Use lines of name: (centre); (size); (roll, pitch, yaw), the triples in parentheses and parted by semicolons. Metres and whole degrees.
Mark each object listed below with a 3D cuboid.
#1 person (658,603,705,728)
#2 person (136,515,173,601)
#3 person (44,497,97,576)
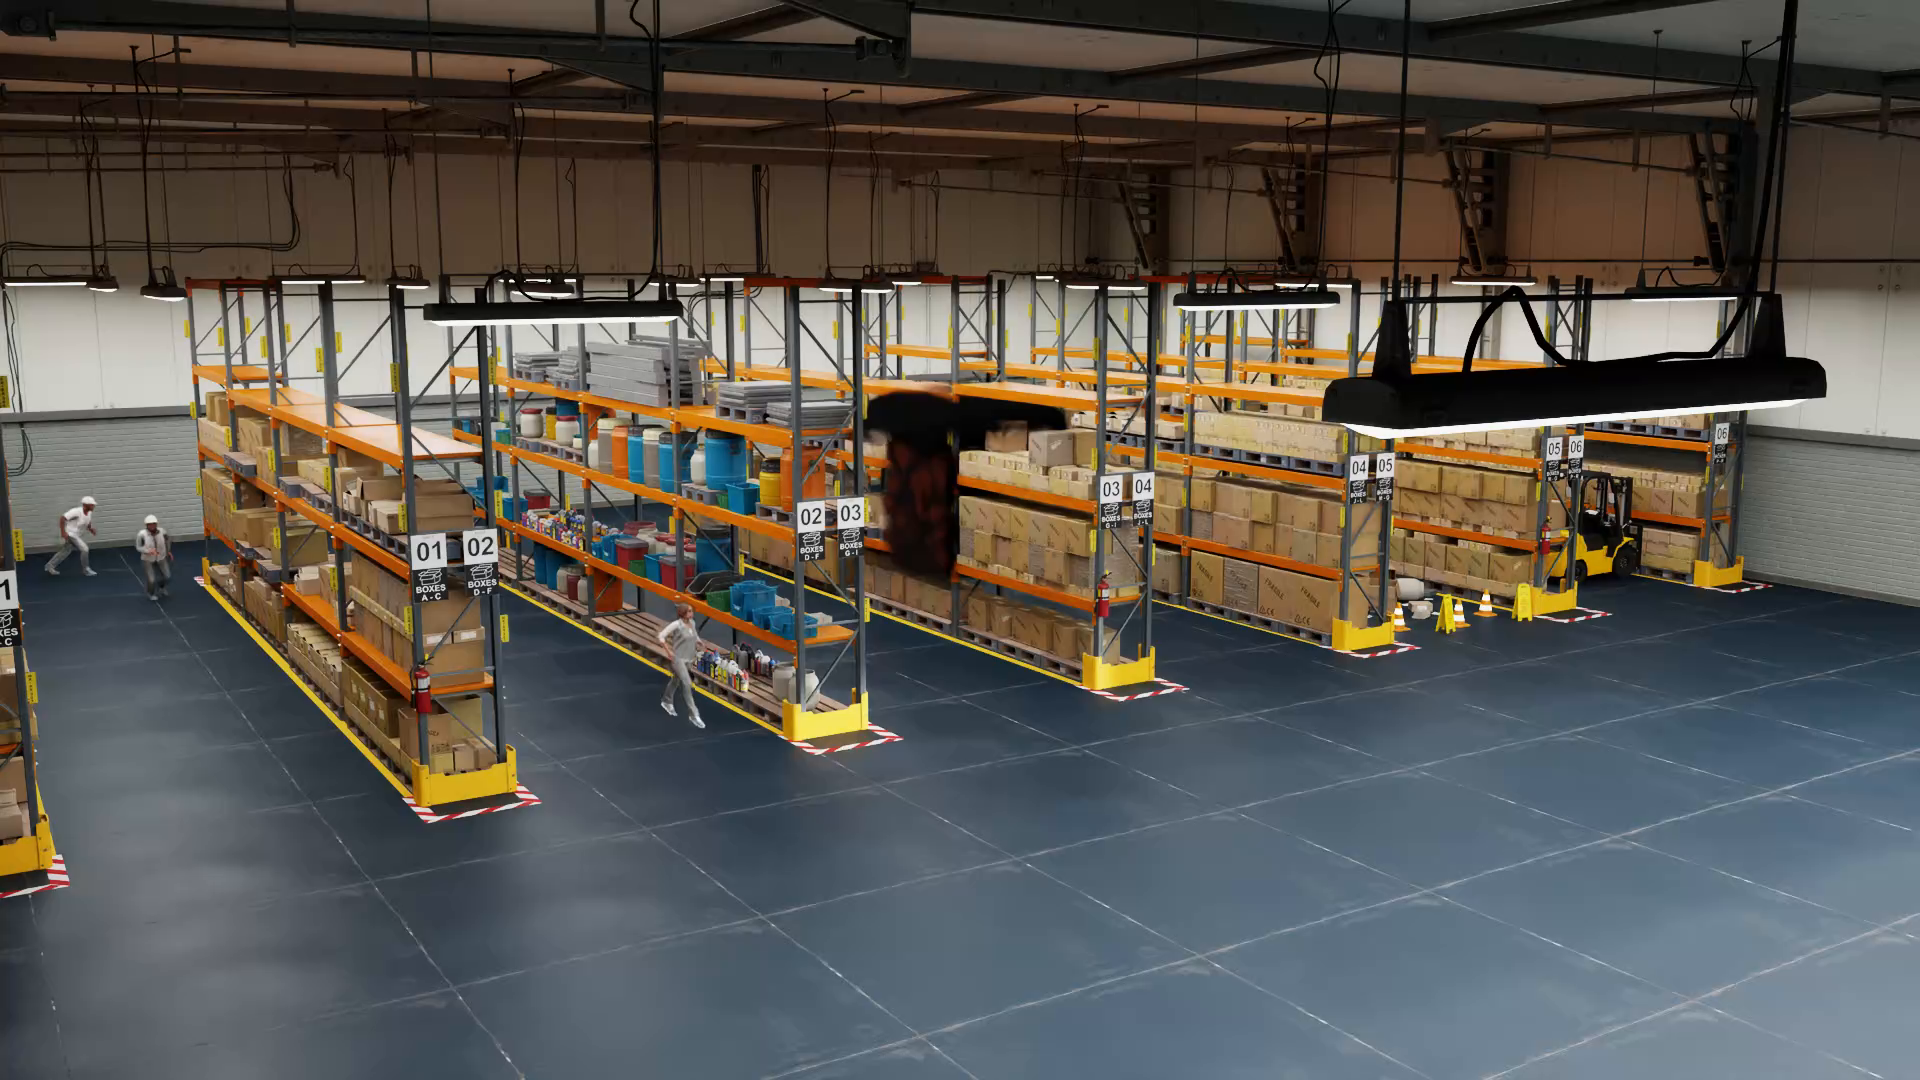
person: (-3.701, 1.627, 22.002); (0.825, 1.630, 0.570); (6, 11, 30)
person: (-15.014, 0.341, 31.004); (0.651, 1.663, 0.784); (-8, 13, -40)
person: (-17.922, -0.070, 33.519); (1.089, 1.613, 0.727); (-1, 10, -3)
